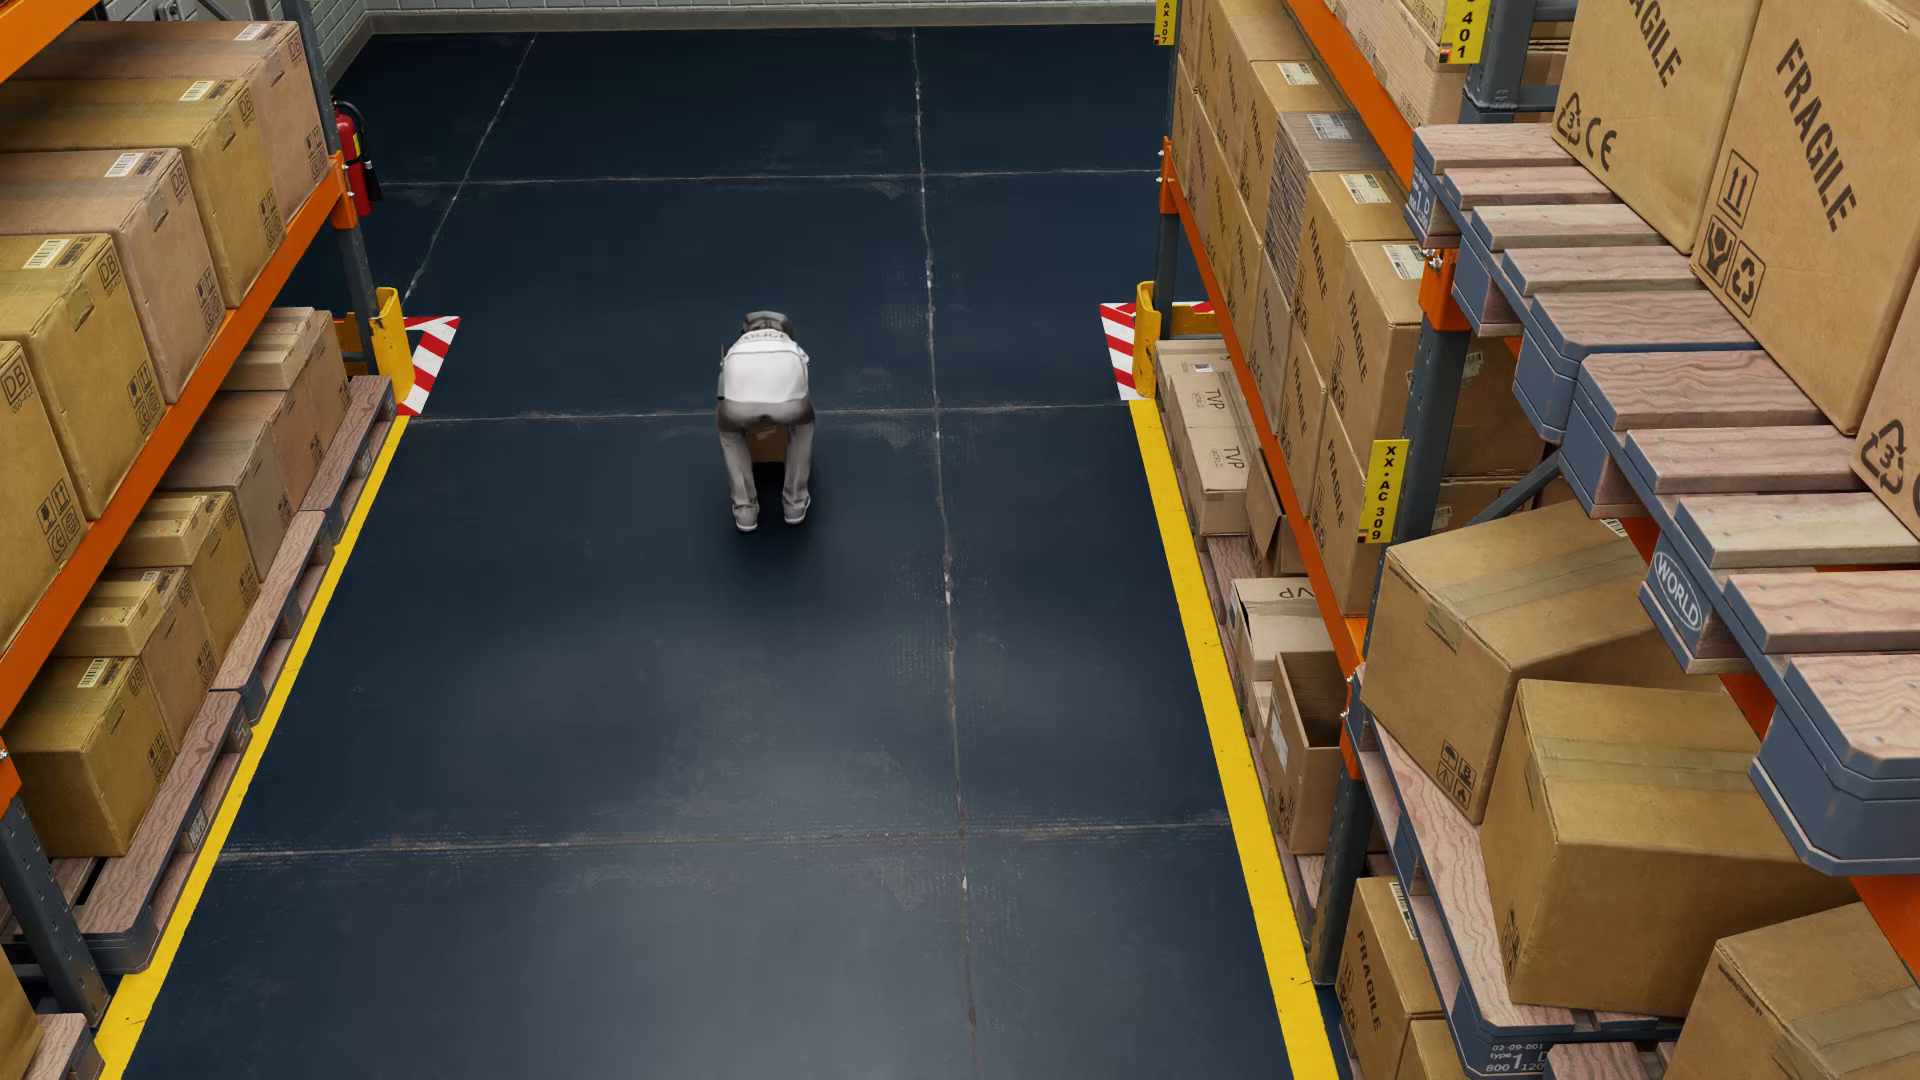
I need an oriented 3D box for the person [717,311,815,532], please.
[{"bbox_3d":[-0.886,-0.580,7.591,0.448,0.933,0.886,-3,36,-4],"label":"person"}]
